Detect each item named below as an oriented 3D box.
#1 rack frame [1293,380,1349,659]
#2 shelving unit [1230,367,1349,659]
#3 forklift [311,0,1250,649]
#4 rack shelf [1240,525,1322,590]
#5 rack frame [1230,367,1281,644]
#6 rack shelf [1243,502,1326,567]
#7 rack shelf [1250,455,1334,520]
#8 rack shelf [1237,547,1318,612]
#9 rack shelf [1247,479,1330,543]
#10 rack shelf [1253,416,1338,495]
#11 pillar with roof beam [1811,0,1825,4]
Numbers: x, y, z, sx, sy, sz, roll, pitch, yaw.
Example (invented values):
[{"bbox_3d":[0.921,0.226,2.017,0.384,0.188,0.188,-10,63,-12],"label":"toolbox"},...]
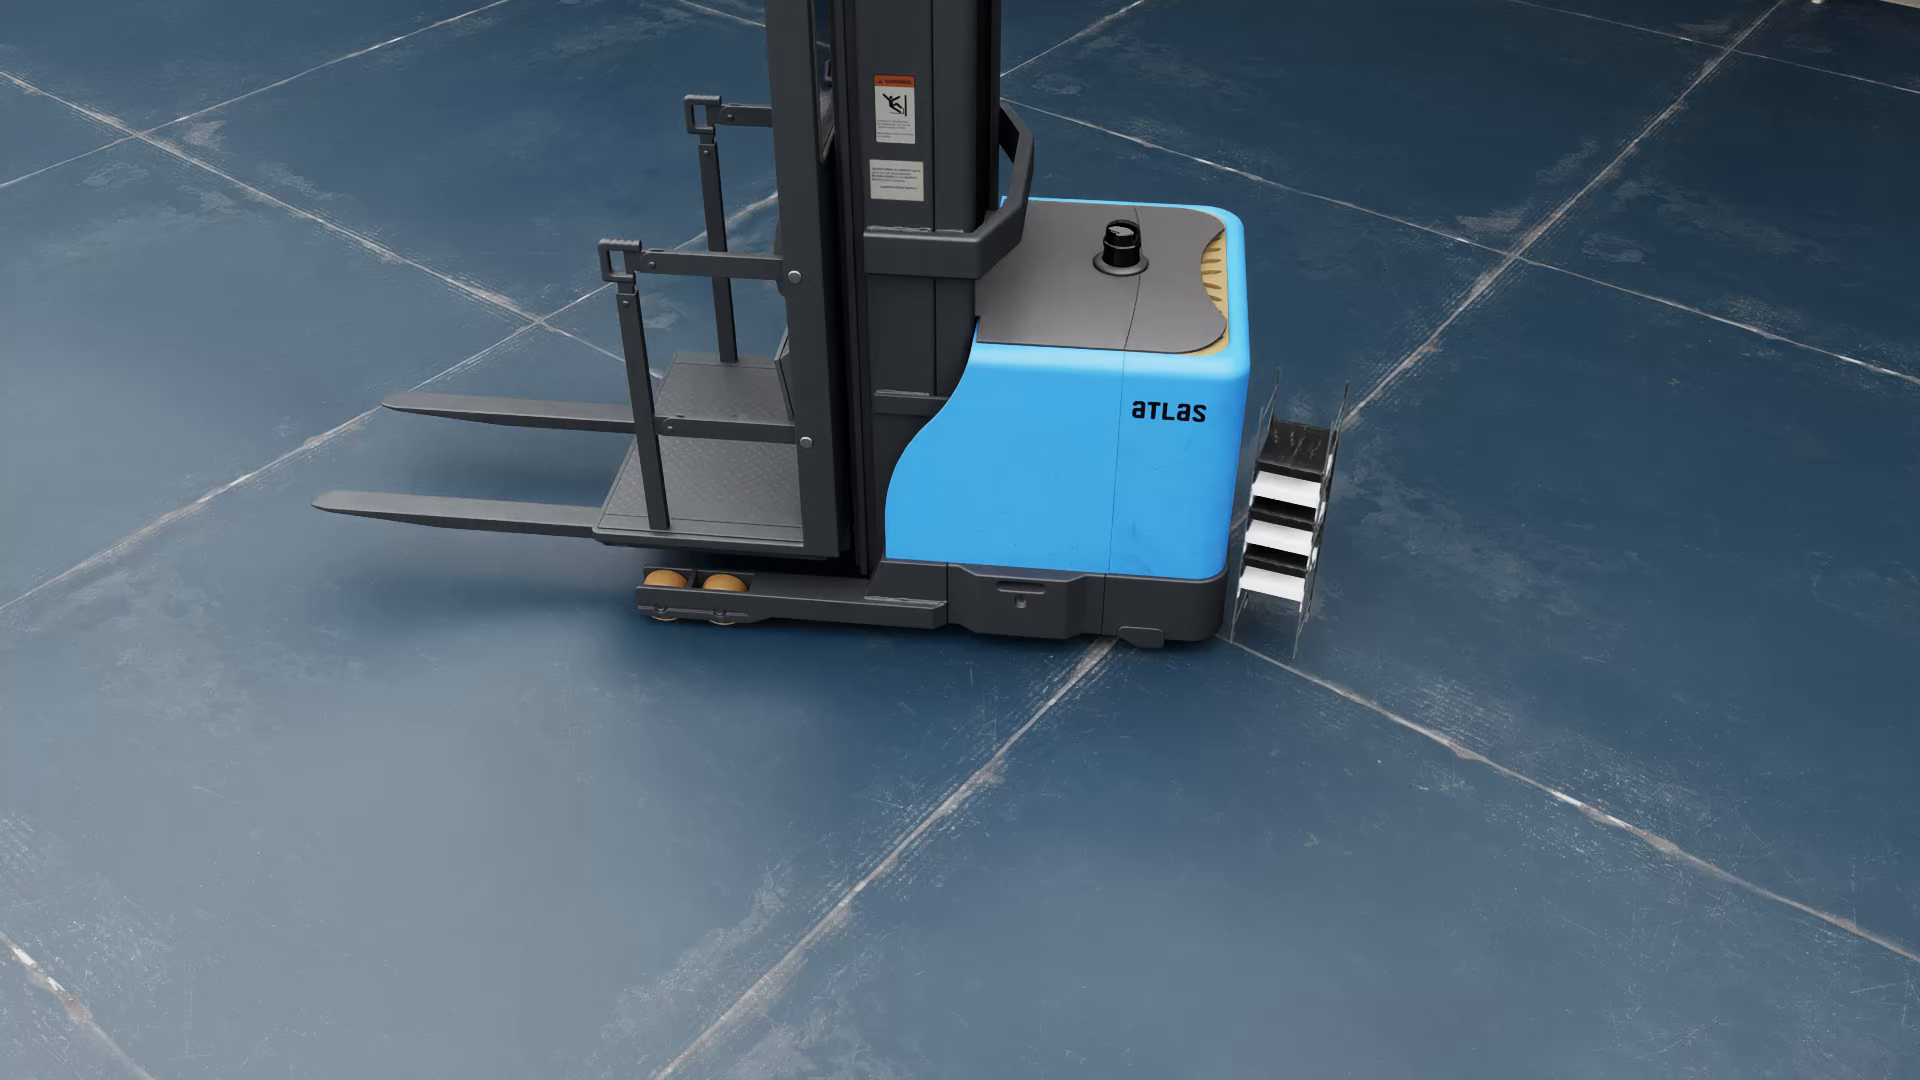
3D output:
[{"bbox_3d":[1.099,-0.046,5.079,0.006,0.900,0.240,13,40,16],"label":"rack frame"},{"bbox_3d":[1.004,-0.068,5.107,0.210,0.900,0.258,13,40,16],"label":"shelving unit"},{"bbox_3d":[-0.623,-1.197,4.902,3.031,2.935,1.130,4,38,5],"label":"forklift"},{"bbox_3d":[1.004,0.029,5.183,0.200,0.077,0.258,13,40,16],"label":"rack shelf"},{"bbox_3d":[0.909,-0.090,5.136,0.006,0.900,0.240,13,40,16],"label":"rack frame"},{"bbox_3d":[1.004,-0.042,5.128,0.200,0.077,0.258,13,40,16],"label":"rack shelf"},{"bbox_3d":[1.004,-0.184,5.017,0.200,0.077,0.258,13,40,16],"label":"rack shelf"},{"bbox_3d":[1.004,0.100,5.239,0.200,0.077,0.258,13,40,16],"label":"rack shelf"},{"bbox_3d":[1.004,-0.113,5.072,0.200,0.077,0.258,13,40,16],"label":"rack shelf"},{"bbox_3d":[1.004,-0.254,4.961,0.200,0.077,0.258,13,40,16],"label":"rack shelf"},{"bbox_3d":[2.383,-4.737,4.500,0.400,9.000,9.100,25,45,29],"label":"pillar with roof beam"}]
